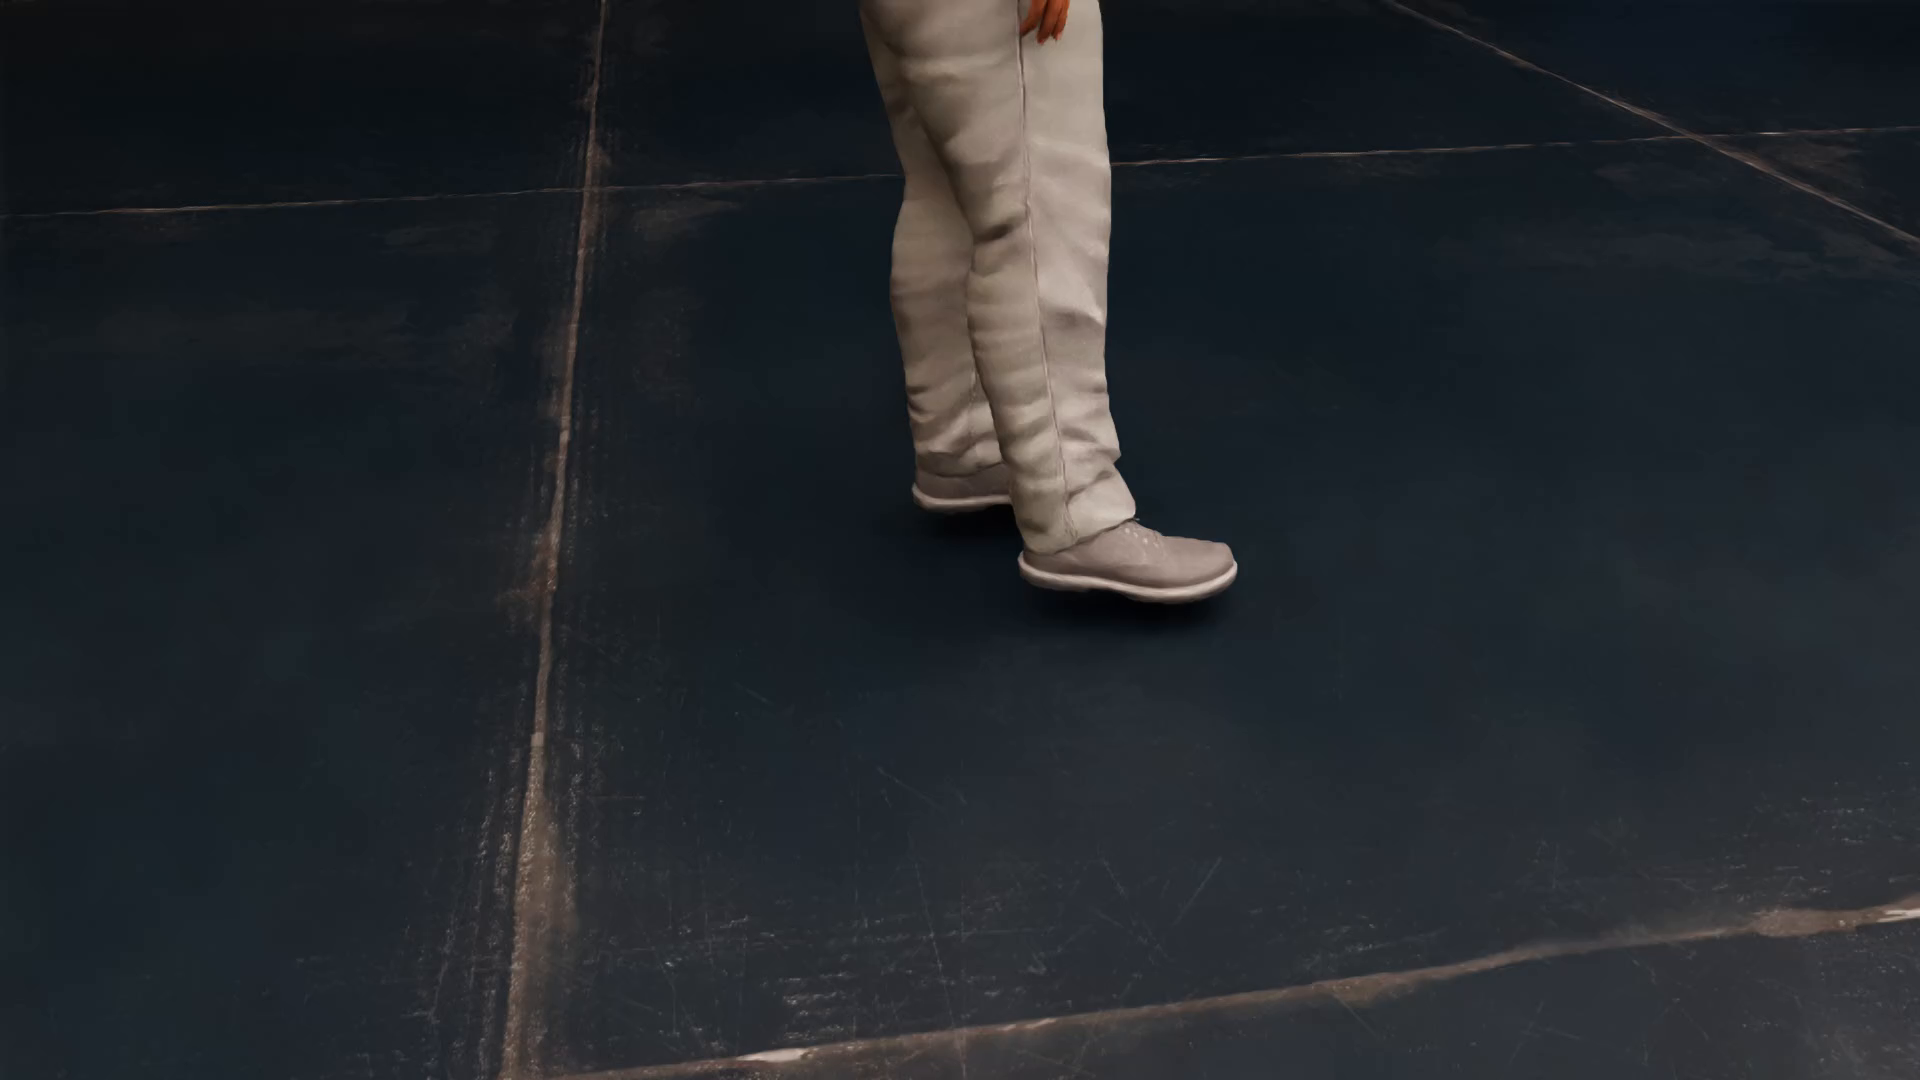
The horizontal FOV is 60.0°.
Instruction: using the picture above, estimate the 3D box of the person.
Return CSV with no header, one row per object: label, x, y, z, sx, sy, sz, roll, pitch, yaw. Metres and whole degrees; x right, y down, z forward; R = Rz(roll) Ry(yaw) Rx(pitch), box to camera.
person,0.079,-0.773,2.079,0.529,1.669,0.598,-5,28,-9
